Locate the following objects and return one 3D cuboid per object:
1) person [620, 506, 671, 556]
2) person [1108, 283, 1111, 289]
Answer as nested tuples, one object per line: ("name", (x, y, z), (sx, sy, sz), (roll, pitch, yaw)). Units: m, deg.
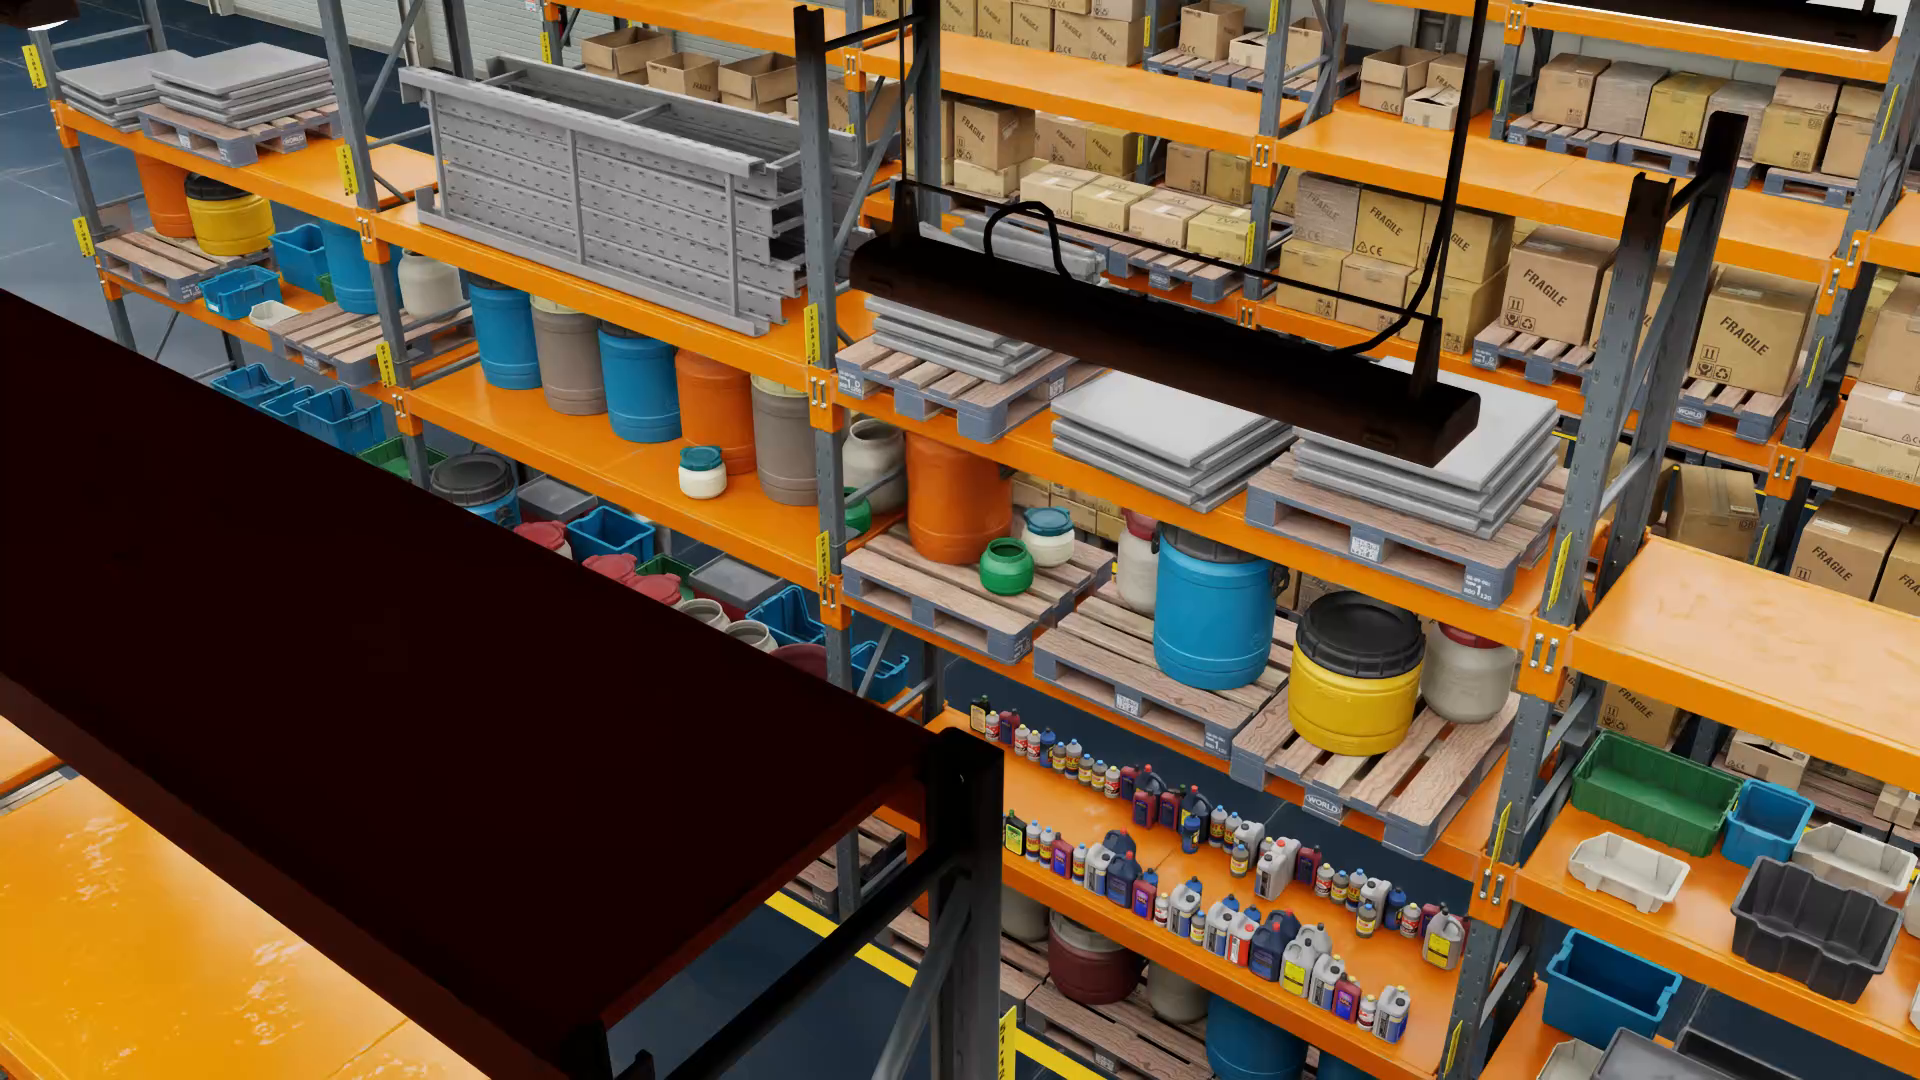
("person", (-2.670, -0.218, 14.051), (0.478, 1.668, 0.749), (-17, 35, -25))
("person", (1.529, -3.004, 18.477), (0.586, 1.773, 0.486), (-22, 38, -31))
